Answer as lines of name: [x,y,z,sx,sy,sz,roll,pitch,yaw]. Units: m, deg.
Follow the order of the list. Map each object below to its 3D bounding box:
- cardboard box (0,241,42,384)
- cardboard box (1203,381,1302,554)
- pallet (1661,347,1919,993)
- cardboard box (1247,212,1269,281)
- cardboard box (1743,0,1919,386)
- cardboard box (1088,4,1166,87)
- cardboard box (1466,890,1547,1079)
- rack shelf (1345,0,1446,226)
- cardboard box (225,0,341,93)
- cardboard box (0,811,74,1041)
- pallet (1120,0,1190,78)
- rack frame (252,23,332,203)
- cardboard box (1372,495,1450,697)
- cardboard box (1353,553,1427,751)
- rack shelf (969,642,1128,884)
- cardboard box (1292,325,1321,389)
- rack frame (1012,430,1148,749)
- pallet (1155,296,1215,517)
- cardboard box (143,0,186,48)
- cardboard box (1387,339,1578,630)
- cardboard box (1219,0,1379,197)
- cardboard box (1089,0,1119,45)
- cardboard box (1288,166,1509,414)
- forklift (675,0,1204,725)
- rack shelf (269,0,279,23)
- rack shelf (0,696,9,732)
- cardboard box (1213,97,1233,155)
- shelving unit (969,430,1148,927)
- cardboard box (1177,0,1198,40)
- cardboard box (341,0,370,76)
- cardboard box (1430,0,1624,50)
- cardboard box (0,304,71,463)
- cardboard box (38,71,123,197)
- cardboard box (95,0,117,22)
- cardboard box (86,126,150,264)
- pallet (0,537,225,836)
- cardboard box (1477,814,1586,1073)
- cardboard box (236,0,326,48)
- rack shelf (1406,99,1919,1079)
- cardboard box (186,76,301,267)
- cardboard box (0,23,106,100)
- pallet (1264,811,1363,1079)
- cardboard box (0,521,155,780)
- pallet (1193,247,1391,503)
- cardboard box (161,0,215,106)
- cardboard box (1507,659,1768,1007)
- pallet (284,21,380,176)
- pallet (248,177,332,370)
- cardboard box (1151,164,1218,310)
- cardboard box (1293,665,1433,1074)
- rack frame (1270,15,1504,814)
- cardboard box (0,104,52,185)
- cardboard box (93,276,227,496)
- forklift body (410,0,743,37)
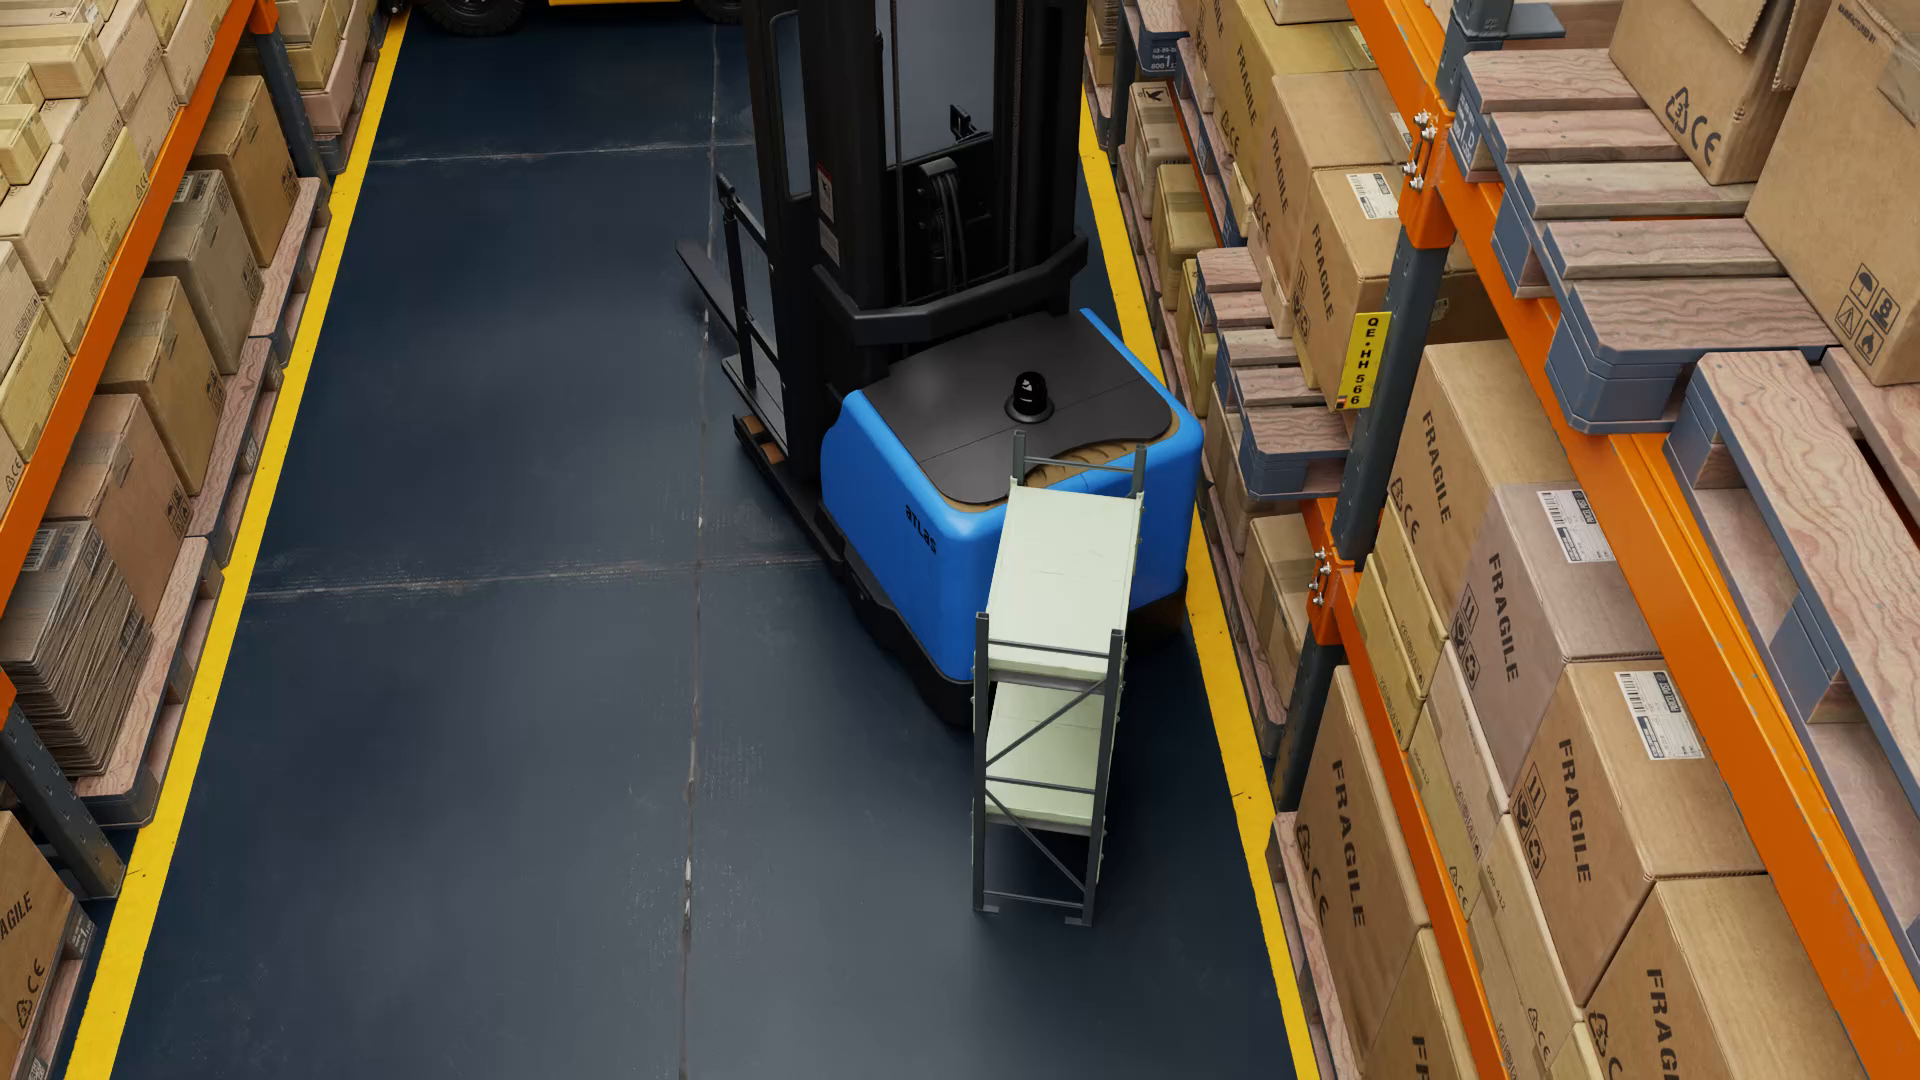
cardboard box: [-3.175,-0.653,5.062,0.500,0.250,0.500,-2,47,-2]
cardboard box: [1.498,-0.323,6.510,0.950,0.372,0.625,-4,47,-4]
pallet: [1.809,0.166,2.591,1.003,0.211,1.213,-2,47,-1]
cardboard box: [1.170,-0.972,5.488,0.380,0.149,0.250,-5,47,-5]
cardboard box: [1.878,-0.645,2.871,0.700,0.500,0.500,-6,47,-5]
cardboard box: [0.953,-2.644,8.792,0.500,0.250,0.500,-2,47,-1]
cardboard box: [1.495,1.032,3.810,0.500,0.250,0.500,-2,47,-2]
rack shelf: [1.438,-2.370,5.358,1.077,0.370,4.000,-3,47,-3]
cardboard box: [-3.408,-2.468,8.282,0.500,0.250,0.500,-4,47,-3]
cardboard box: [-3.091,1.173,5.005,0.500,0.500,0.500,-2,47,-2]
pallet: [1.190,-2.405,7.094,1.003,0.211,1.213,-3,47,-3]
rack frame: [-3.675,-2.729,7.268,1.000,3.000,0.127,-3,47,-3]
cardboard box: [1.402,0.122,4.327,0.500,0.250,0.500,-4,47,-4]
cardboard box: [1.396,0.282,4.521,0.500,0.250,0.500,-4,47,-4]
rack shelf: [0.301,0.703,5.500,0.431,0.370,0.720,7,47,6]
cardboard box: [1.249,-0.610,5.145,0.380,0.149,0.250,-3,47,-3]
rack frame: [0.360,0.216,5.512,0.400,1.500,0.023,7,47,6]
pallet: [1.443,-0.626,7.198,1.003,0.211,1.213,-3,47,-3]
cardboard box: [-3.329,-2.138,6.468,0.500,0.250,0.500,-5,47,-4]
cardboard box: [1.403,-0.146,4.065,0.500,0.500,0.500,-5,47,-5]
cardboard box: [1.193,-1.471,5.514,0.500,0.500,0.500,-6,47,-6]
cardboard box: [0.954,-2.902,8.520,0.500,0.500,0.500,-4,47,-4]
cardboard box: [1.291,-0.732,4.815,0.500,0.500,0.500,-5,47,-4]
forklift: [-0.304,-1.407,6.063,1.130,2.935,3.031,-22,50,-19]
rack shelf: [-3.843,-3.928,8.900,1.077,0.370,4.000,-3,47,-3]
rack shelf: [-3.173,1.860,3.418,1.077,0.370,4.000,-3,47,-3]
cardboard box: [1.135,-1.536,6.023,0.380,0.149,0.250,-5,47,-5]
shelving unit: [0.301,0.479,5.264,0.431,1.500,0.755,7,47,6]
cardboard box: [1.094,-2.237,6.239,0.500,0.500,0.500,-4,47,-4]
cardboard box: [-3.444,-2.664,8.812,0.500,0.250,0.500,-4,47,-4]
cardboard box: [1.370,-1.299,4.022,0.380,0.149,0.250,-3,47,-3]
cardboard box: [-3.171,-0.483,5.245,0.500,0.250,0.500,-4,47,-4]
cardboard box: [-3.269,-1.401,5.770,0.500,0.250,0.500,-3,47,-3]
cardboard box: [-3.304,-2.011,6.073,0.380,0.149,0.250,-4,47,-4]
cardboard box: [-3.263,-1.231,5.953,0.500,0.250,0.500,-2,47,-2]
pallet: [-3.370,0.526,6.106,1.003,0.211,1.213,-3,47,-3]
cardboard box: [1.473,0.857,3.631,0.500,0.250,0.500,-4,47,-3]
cardboard box: [-3.403,-2.641,8.101,0.500,0.250,0.500,-4,47,-4]
rack shelf: [1.773,0.524,2.618,1.077,0.370,4.000,-3,47,-3]
cardboard box: [-3.620,-1.680,7.621,0.875,0.625,0.625,-2,47,-2]
cardboard box: [-3.189,-1.643,5.724,0.380,0.149,0.250,-5,47,-4]
pallet: [1.597,1.395,5.284,1.003,0.211,1.213,-3,47,-3]
cardboard box: [-3.379,0.385,5.665,0.875,0.625,0.625,-2,47,-2]
pallet: [1.440,-0.582,5.368,1.213,0.211,1.003,-3,47,-3]
cardboard box: [-3.325,-1.965,6.648,0.500,0.250,0.500,-4,47,-4]
cardboard box: [1.482,0.588,3.370,0.500,0.500,0.500,-2,47,-2]
pallet: [-3.700,-2.348,8.828,1.003,0.211,1.213,-3,47,-3]
pallet: [-3.575,-1.239,7.778,1.003,0.211,1.213,-3,47,-3]
cardboard box: [1.381,-1.375,7.507,0.950,0.372,0.625,-1,47,-1]
cardboard box: [1.581,0.952,4.957,0.875,0.875,0.875,-4,47,-4]
rack frame: [1.606,-0.139,4.816,1.000,3.000,0.127,-3,47,-3]
cardboard box: [-3.192,-1.274,5.375,0.380,0.149,0.250,-3,47,-2]
cardboard box: [-3.498,-0.574,6.574,0.875,0.625,0.625,-5,47,-5]
forklift body: [-2.033,-4.070,9.123,2.313,2.155,1.214,-3,47,-3]
